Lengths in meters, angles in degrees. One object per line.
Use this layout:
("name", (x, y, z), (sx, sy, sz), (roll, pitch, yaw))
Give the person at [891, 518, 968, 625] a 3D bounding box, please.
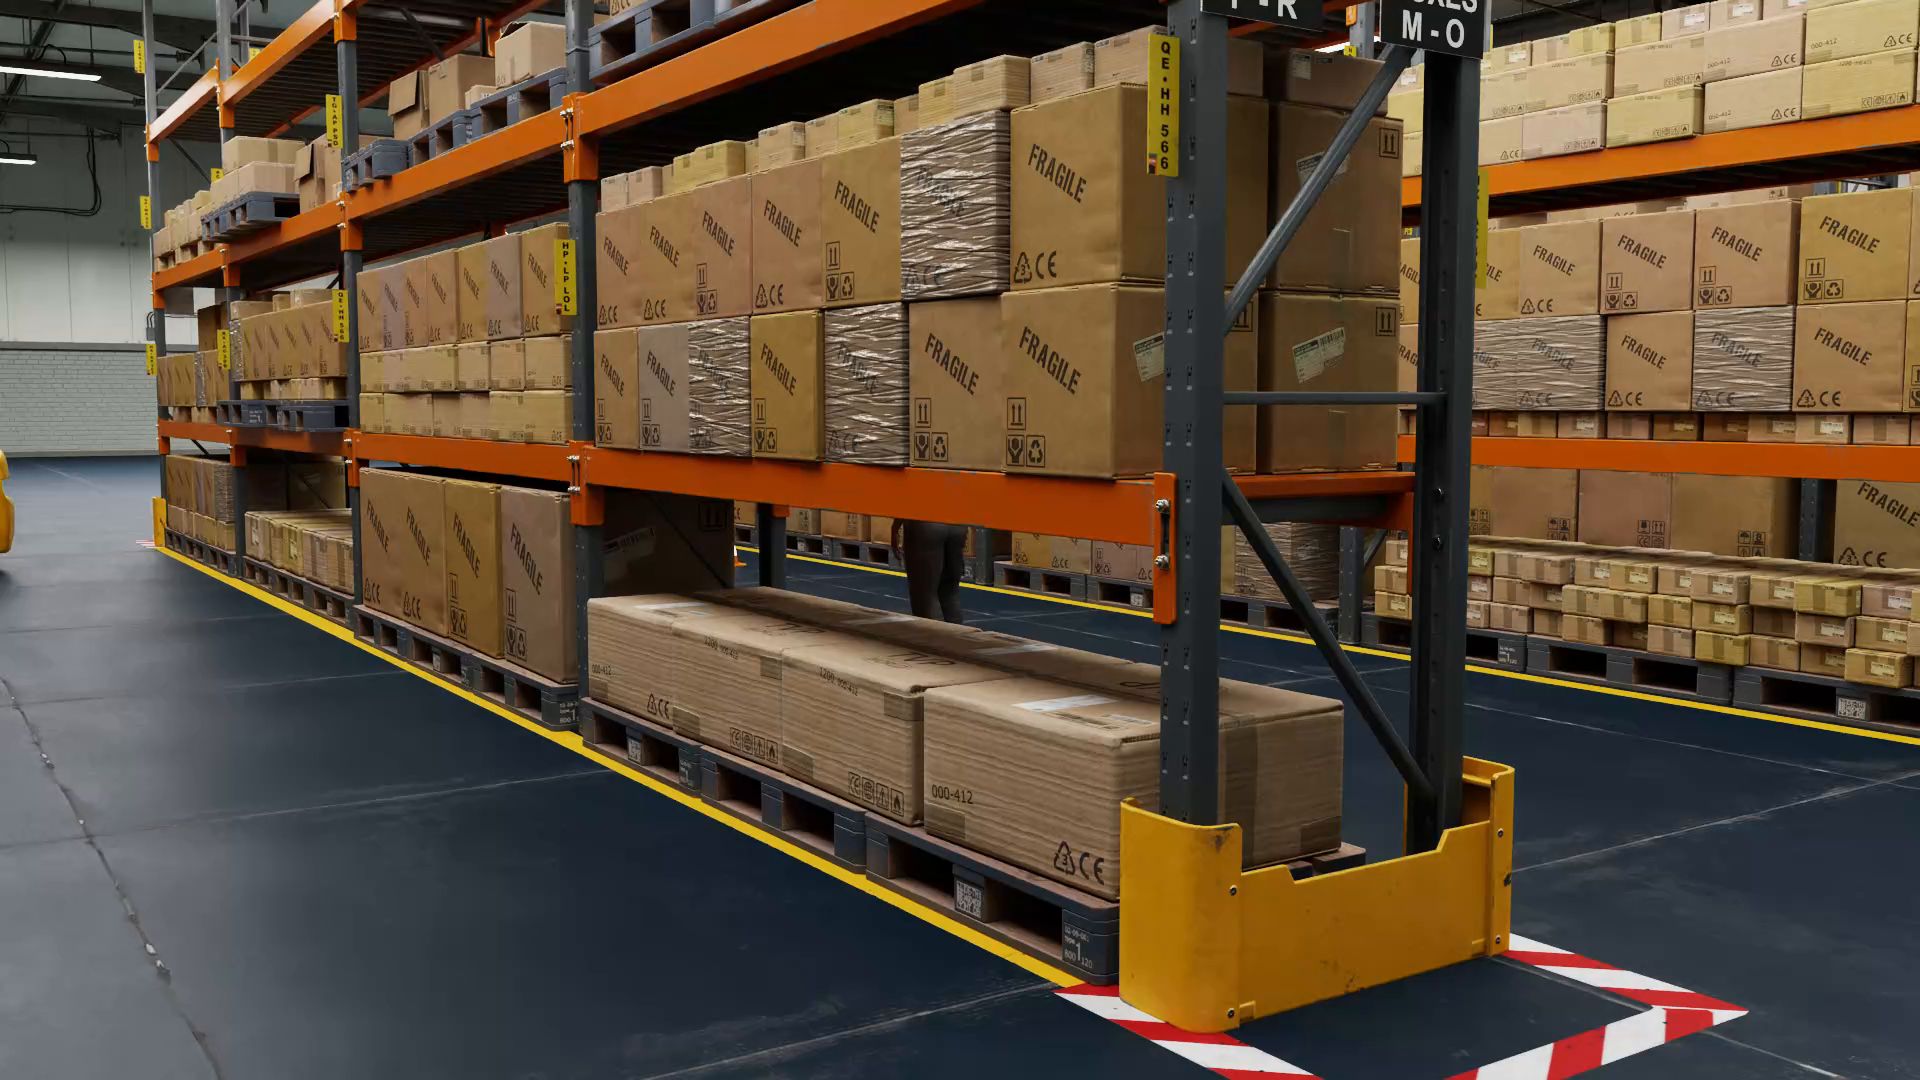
("person", (-0.185, -0.058, 8.712), (0.503, 1.654, 0.570), (4, 6, 42))
